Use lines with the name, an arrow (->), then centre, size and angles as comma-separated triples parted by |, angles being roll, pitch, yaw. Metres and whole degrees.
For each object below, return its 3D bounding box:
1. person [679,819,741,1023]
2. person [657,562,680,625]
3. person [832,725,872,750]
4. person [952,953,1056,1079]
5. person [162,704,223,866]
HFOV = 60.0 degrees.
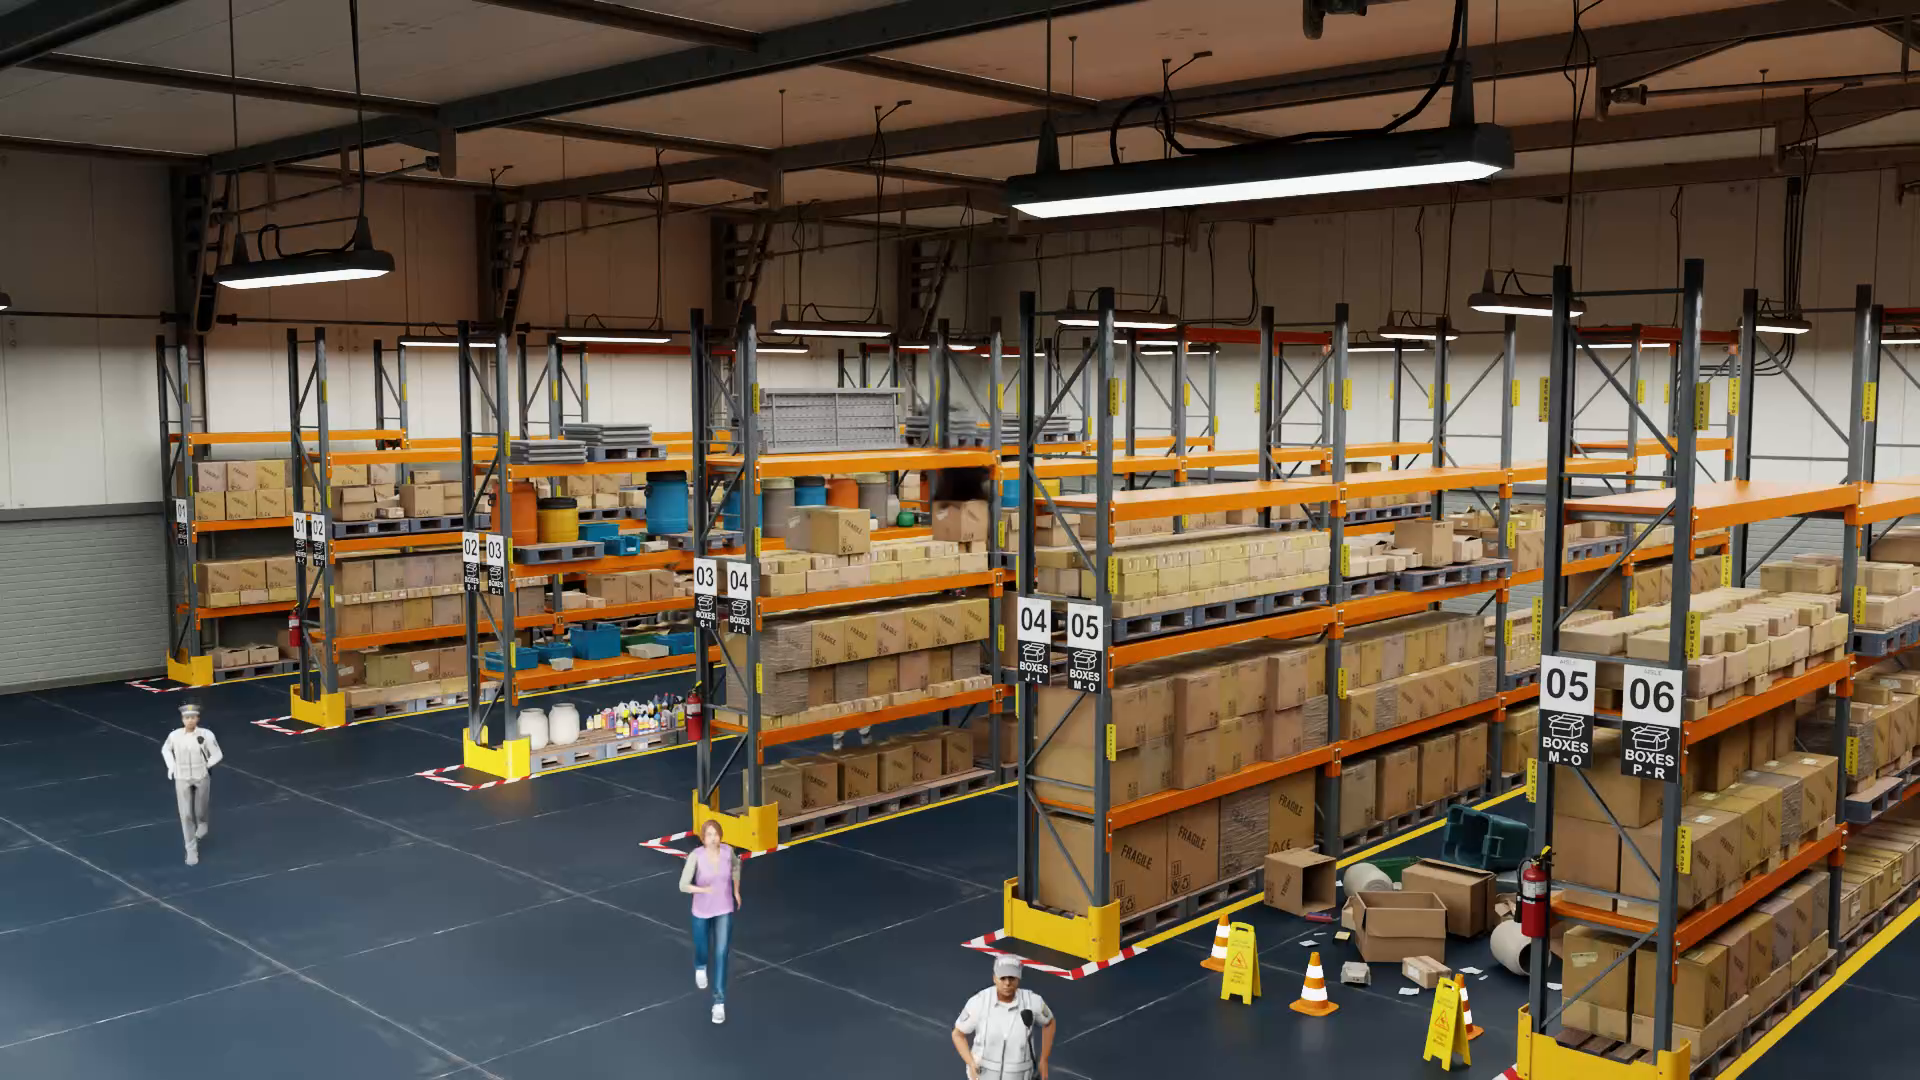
person -> -2.049, 3.064, 13.696 | 0.537, 1.586, 0.881 | -2, 6, -16
person -> -5.612, 1.256, 32.348 | 0.956, 1.780, 0.664 | -5, 8, -45
person -> -1.485, 2.133, 22.915 | 0.619, 1.850, 0.799 | 5, 7, 41
person -> 0.270, 3.374, 10.309 | 0.643, 1.659, 0.959 | 0, 5, 4
person -> -8.398, 2.624, 18.205 | 0.618, 1.702, 0.892 | -2, 6, -20
